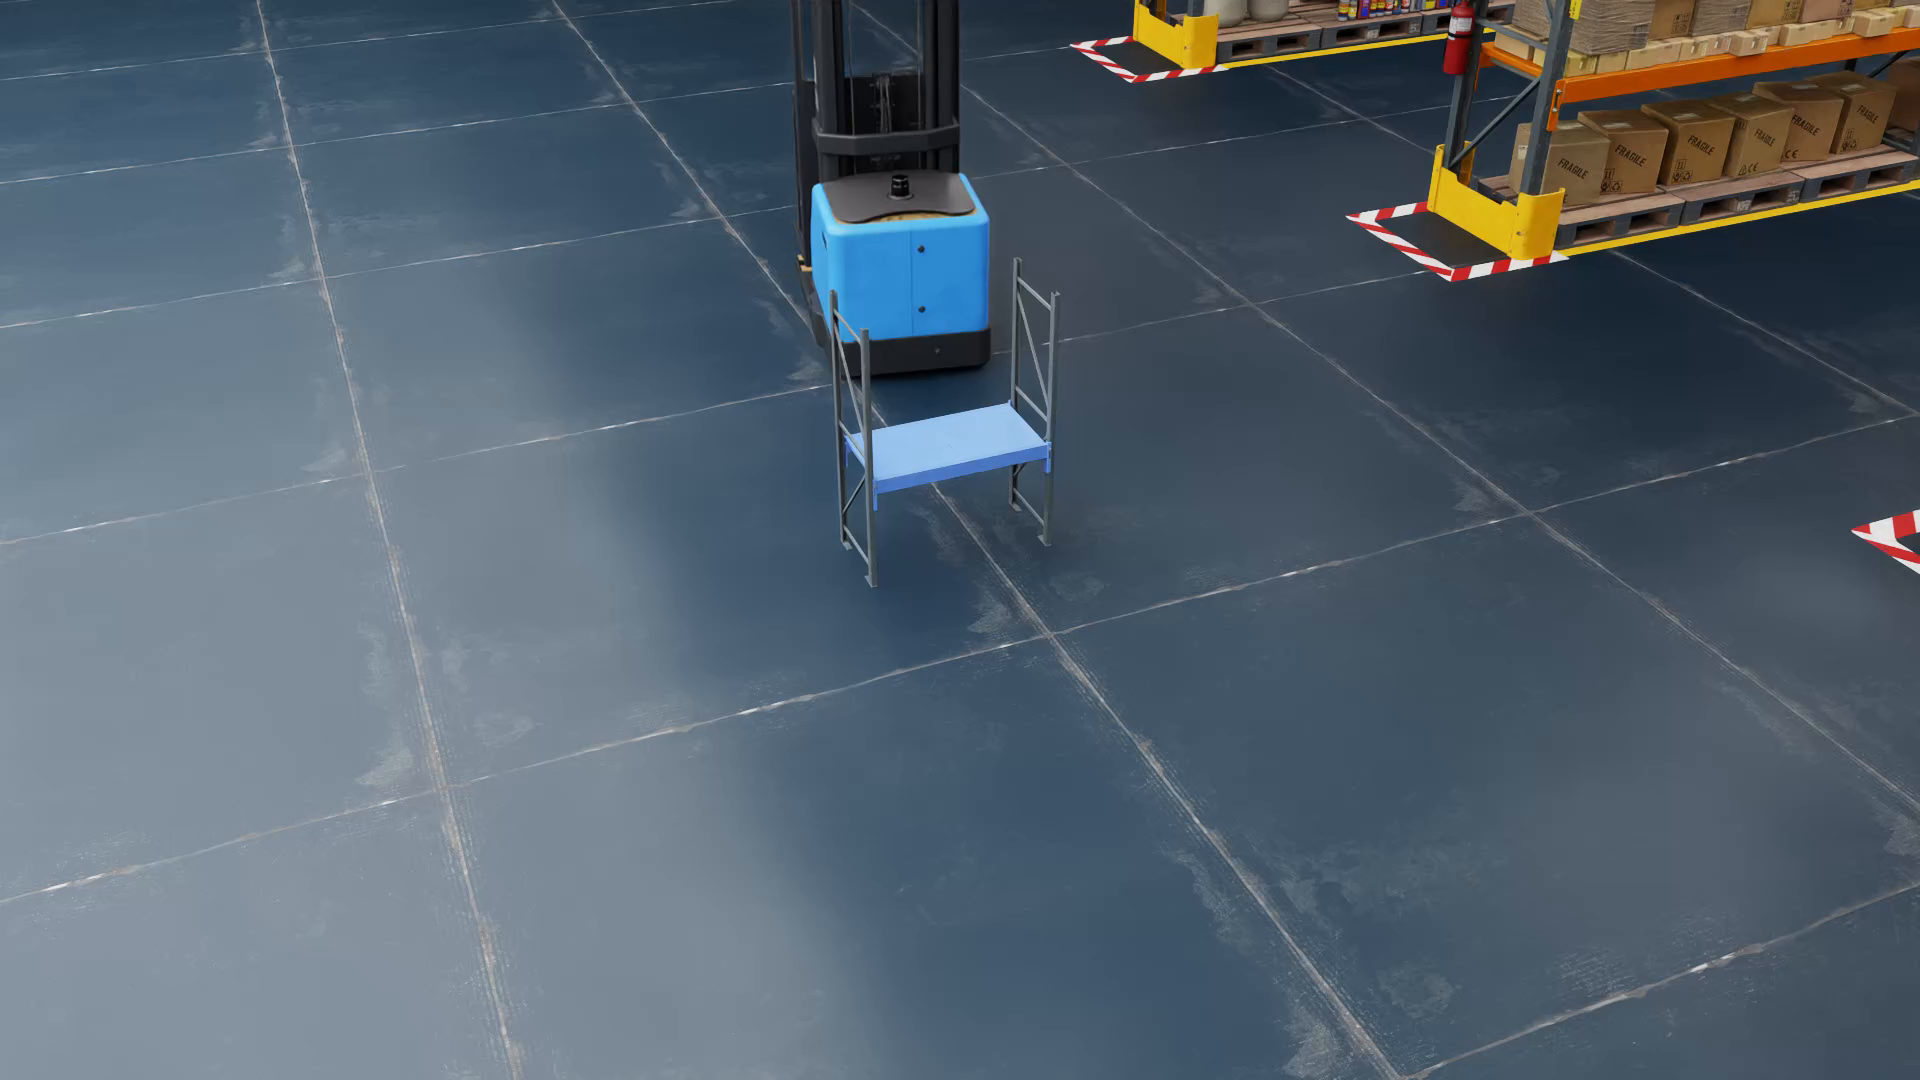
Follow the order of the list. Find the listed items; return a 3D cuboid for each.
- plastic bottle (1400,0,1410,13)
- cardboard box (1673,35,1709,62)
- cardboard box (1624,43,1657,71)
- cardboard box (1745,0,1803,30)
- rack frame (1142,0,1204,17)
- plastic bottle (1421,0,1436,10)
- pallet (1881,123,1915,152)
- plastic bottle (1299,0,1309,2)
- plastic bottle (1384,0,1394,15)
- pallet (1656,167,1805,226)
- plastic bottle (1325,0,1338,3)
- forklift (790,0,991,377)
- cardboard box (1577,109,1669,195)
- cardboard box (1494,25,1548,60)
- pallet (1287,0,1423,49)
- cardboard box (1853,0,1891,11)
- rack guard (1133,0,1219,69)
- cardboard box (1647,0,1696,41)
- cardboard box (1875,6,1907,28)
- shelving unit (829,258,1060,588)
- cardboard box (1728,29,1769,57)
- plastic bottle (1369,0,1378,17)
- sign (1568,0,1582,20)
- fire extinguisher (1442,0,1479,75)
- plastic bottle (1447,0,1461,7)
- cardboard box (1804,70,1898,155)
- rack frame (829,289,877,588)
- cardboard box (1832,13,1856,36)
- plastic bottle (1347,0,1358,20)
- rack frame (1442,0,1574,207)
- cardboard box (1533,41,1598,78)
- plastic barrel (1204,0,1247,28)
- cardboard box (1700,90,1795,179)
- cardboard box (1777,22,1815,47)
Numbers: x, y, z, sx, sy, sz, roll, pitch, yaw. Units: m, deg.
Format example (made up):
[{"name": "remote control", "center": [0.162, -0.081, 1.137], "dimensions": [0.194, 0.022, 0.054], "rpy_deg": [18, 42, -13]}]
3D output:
[{"name": "plastic bottle", "center": [4.571, -5.524, 17.069], "dimensions": [0.097, 0.201, 0.097], "rpy_deg": [0, 33, 0]}, {"name": "cardboard box", "center": [5.292, -3.673, 12.294], "dimensions": [0.250, 0.149, 0.380], "rpy_deg": [-13, 35, -19]}, {"name": "cardboard box", "center": [4.836, -3.561, 12.121], "dimensions": [0.250, 0.149, 0.380], "rpy_deg": [-13, 35, -19]}, {"name": "cardboard box", "center": [5.882, -4.256, 12.594], "dimensions": [0.500, 0.500, 0.875], "rpy_deg": [-13, 35, -19]}, {"name": "rack frame", "center": [2.089, -6.128, 15.836], "dimensions": [0.127, 3.000, 1.000], "rpy_deg": [-13, 35, -19]}, {"name": "plastic bottle", "center": [4.820, -5.657, 17.138], "dimensions": [0.185, 0.351, 0.144], "rpy_deg": [-13, 35, -19]}, {"name": "pallet", "center": [8.412, -3.478, 14.320], "dimensions": [1.213, 0.211, 1.003], "rpy_deg": [-13, 35, -19]}, {"name": "plastic bottle", "center": [3.613, -5.748, 17.414], "dimensions": [0.097, 0.201, 0.097], "rpy_deg": [0, 33, 0]}, {"name": "plastic bottle", "center": [4.381, -5.480, 17.003], "dimensions": [0.097, 0.201, 0.097], "rpy_deg": [0, 33, 0]}, {"name": "pallet", "center": [5.962, -2.894, 13.422], "dimensions": [1.213, 0.211, 1.003], "rpy_deg": [-13, 35, -19]}, {"name": "plastic bottle", "center": [3.898, -5.768, 17.370], "dimensions": [0.133, 0.283, 0.061], "rpy_deg": [-13, 35, -19]}, {"name": "forklift", "center": [-0.596, -3.066, 11.193], "dimensions": [1.130, 2.935, 3.031], "rpy_deg": [-6, 34, -10]}, {"name": "cardboard box", "center": [5.127, -3.033, 12.986], "dimensions": [0.500, 0.500, 0.500], "rpy_deg": [-4, 33, -6]}, {"name": "cardboard box", "center": [4.189, -3.696, 12.329], "dimensions": [0.250, 0.149, 0.380], "rpy_deg": [-13, 35, -19]}, {"name": "pallet", "center": [4.015, -5.423, 17.310], "dimensions": [1.213, 0.211, 1.003], "rpy_deg": [-13, 35, -19]}, {"name": "cardboard box", "center": [6.781, -4.497, 12.965], "dimensions": [0.500, 0.500, 0.875], "rpy_deg": [-13, 35, -19]}, {"name": "rack guard", "center": [2.141, -5.120, 16.579], "dimensions": [0.348, 0.500, 1.175], "rpy_deg": [-13, 35, -19]}, {"name": "cardboard box", "center": [4.939, -4.072, 12.312], "dimensions": [0.500, 0.500, 0.875], "rpy_deg": [-13, 35, -19]}, {"name": "cardboard box", "center": [7.122, -4.113, 12.969], "dimensions": [0.250, 0.149, 0.380], "rpy_deg": [-13, 35, -19]}, {"name": "shelving unit", "center": [-0.079, -0.611, 8.731], "dimensions": [1.048, 1.500, 0.538], "rpy_deg": [-13, 35, -19]}, {"name": "cardboard box", "center": [5.782, -3.741, 12.397], "dimensions": [0.250, 0.149, 0.380], "rpy_deg": [-13, 35, -19]}, {"name": "plastic bottle", "center": [4.197, -5.468, 16.919], "dimensions": [0.097, 0.271, 0.097], "rpy_deg": [0, 33, 0]}, {"name": "sign", "center": [4.217, -3.728, 11.353], "dimensions": [0.005, 0.325, 0.100], "rpy_deg": [-13, 35, -19]}, {"name": "fire extinguisher", "center": [3.723, -3.813, 12.348], "dimensions": [0.183, 0.674, 0.296], "rpy_deg": [-13, 35, -19]}, {"name": "plastic bottle", "center": [5.118, -5.725, 17.243], "dimensions": [0.185, 0.351, 0.144], "rpy_deg": [-15, 36, -21]}, {"name": "cardboard box", "center": [7.310, -3.546, 13.775], "dimensions": [0.500, 0.500, 0.500], "rpy_deg": [-14, 36, -20]}, {"name": "rack frame", "center": [-0.547, -0.503, 8.566], "dimensions": [0.032, 1.500, 0.500], "rpy_deg": [-13, 35, -19]}, {"name": "cardboard box", "center": [6.653, -4.018, 12.823], "dimensions": [0.250, 0.149, 0.380], "rpy_deg": [-13, 35, -19]}, {"name": "plastic bottle", "center": [3.977, -5.388, 16.860], "dimensions": [0.097, 0.201, 0.097], "rpy_deg": [0, 33, 0]}, {"name": "rack frame", "center": [4.007, -3.638, 12.008], "dimensions": [0.127, 3.000, 1.000], "rpy_deg": [-13, 35, -19]}, {"name": "cardboard box", "center": [4.362, -3.473, 11.985], "dimensions": [0.250, 0.149, 0.380], "rpy_deg": [-13, 35, -19]}, {"name": "plastic barrel", "center": [2.666, -5.439, 16.673], "dimensions": [0.421, 0.512, 0.421], "rpy_deg": [0, 33, 0]}, {"name": "cardboard box", "center": [6.243, -3.251, 13.321], "dimensions": [0.500, 0.500, 0.500], "rpy_deg": [-16, 36, -23]}, {"name": "cardboard box", "center": [6.221, -3.874, 12.602], "dimensions": [0.250, 0.149, 0.380], "rpy_deg": [-13, 35, -19]}]
